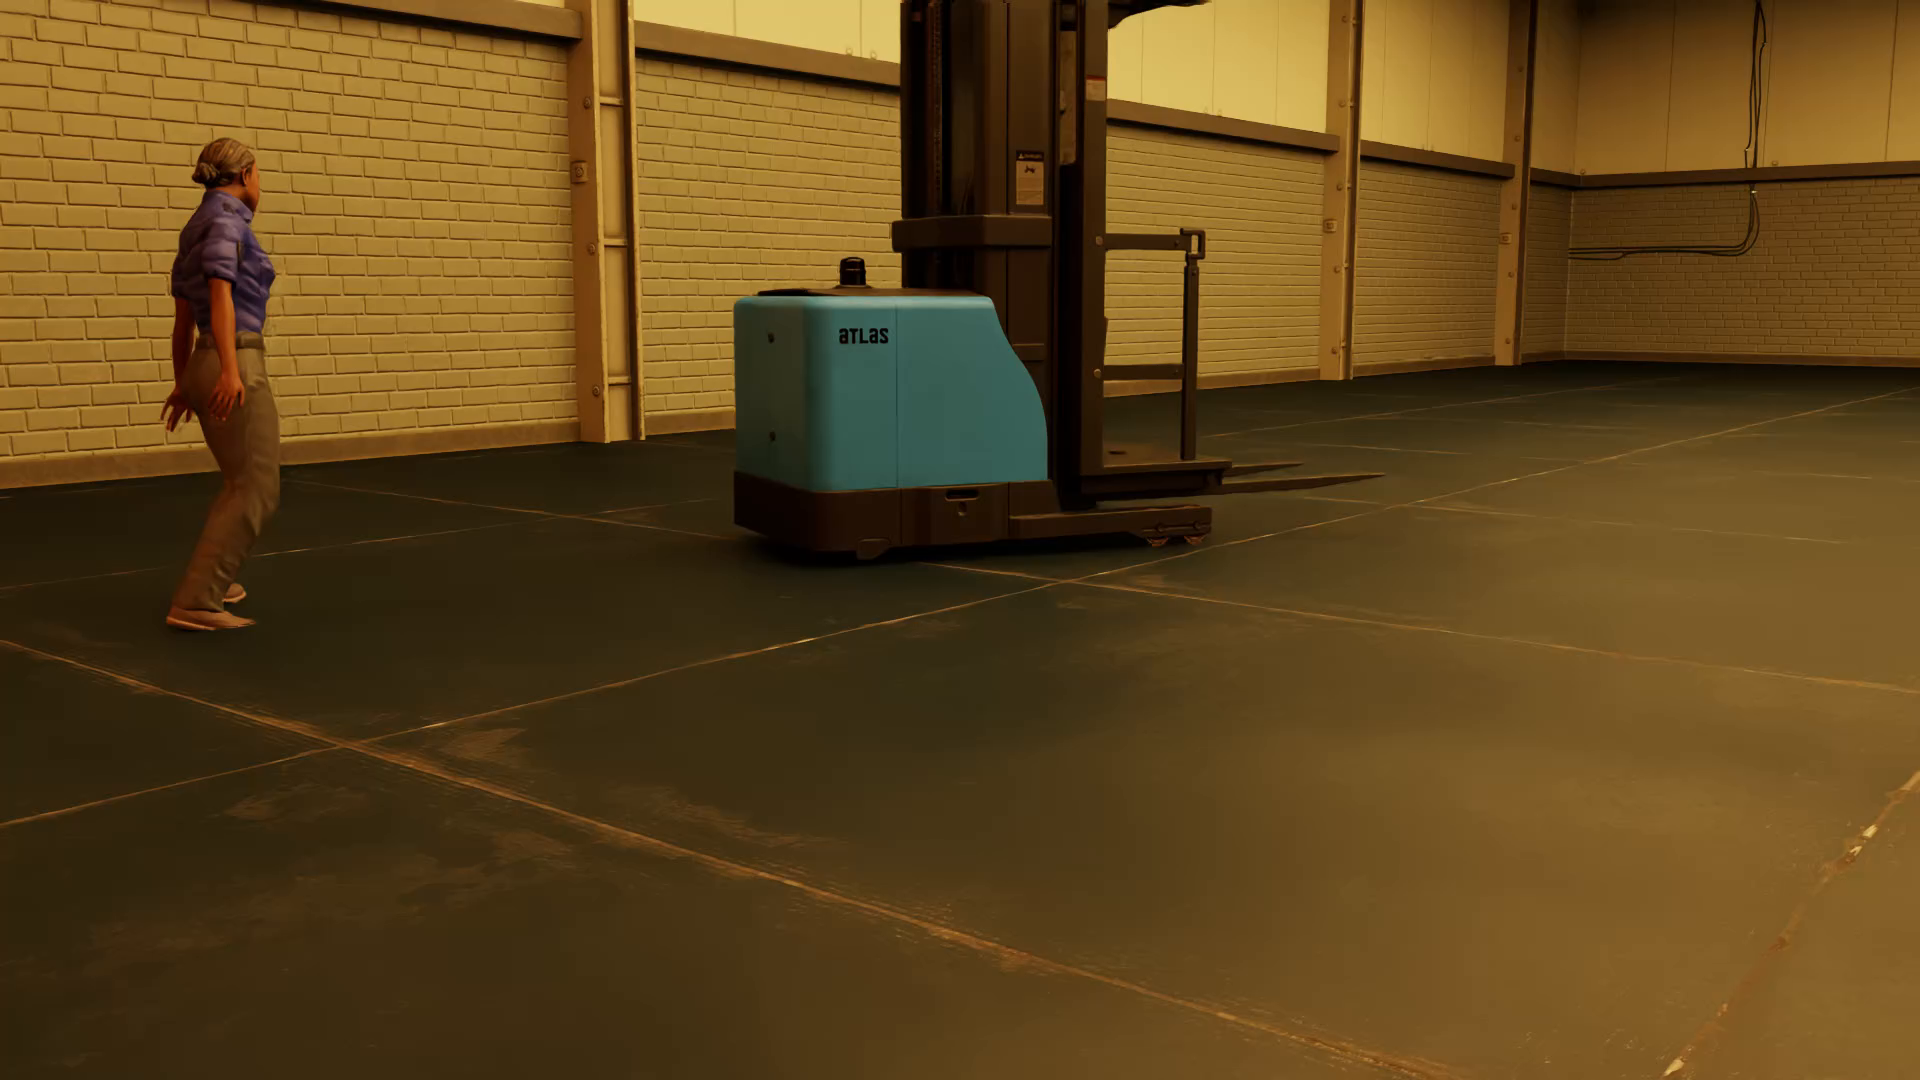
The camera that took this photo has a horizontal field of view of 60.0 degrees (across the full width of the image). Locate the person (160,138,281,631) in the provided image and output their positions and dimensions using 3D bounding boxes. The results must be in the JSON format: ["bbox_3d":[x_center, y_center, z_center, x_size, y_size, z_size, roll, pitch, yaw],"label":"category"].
[{"bbox_3d":[-2.470,-0.506,5.502,0.426,1.636,0.813,-5,10,-33],"label":"person"}]

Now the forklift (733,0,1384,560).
[{"bbox_3d":[0.545,-1.491,7.475,3.031,2.935,1.130,-4,9,-26],"label":"forklift"}]
